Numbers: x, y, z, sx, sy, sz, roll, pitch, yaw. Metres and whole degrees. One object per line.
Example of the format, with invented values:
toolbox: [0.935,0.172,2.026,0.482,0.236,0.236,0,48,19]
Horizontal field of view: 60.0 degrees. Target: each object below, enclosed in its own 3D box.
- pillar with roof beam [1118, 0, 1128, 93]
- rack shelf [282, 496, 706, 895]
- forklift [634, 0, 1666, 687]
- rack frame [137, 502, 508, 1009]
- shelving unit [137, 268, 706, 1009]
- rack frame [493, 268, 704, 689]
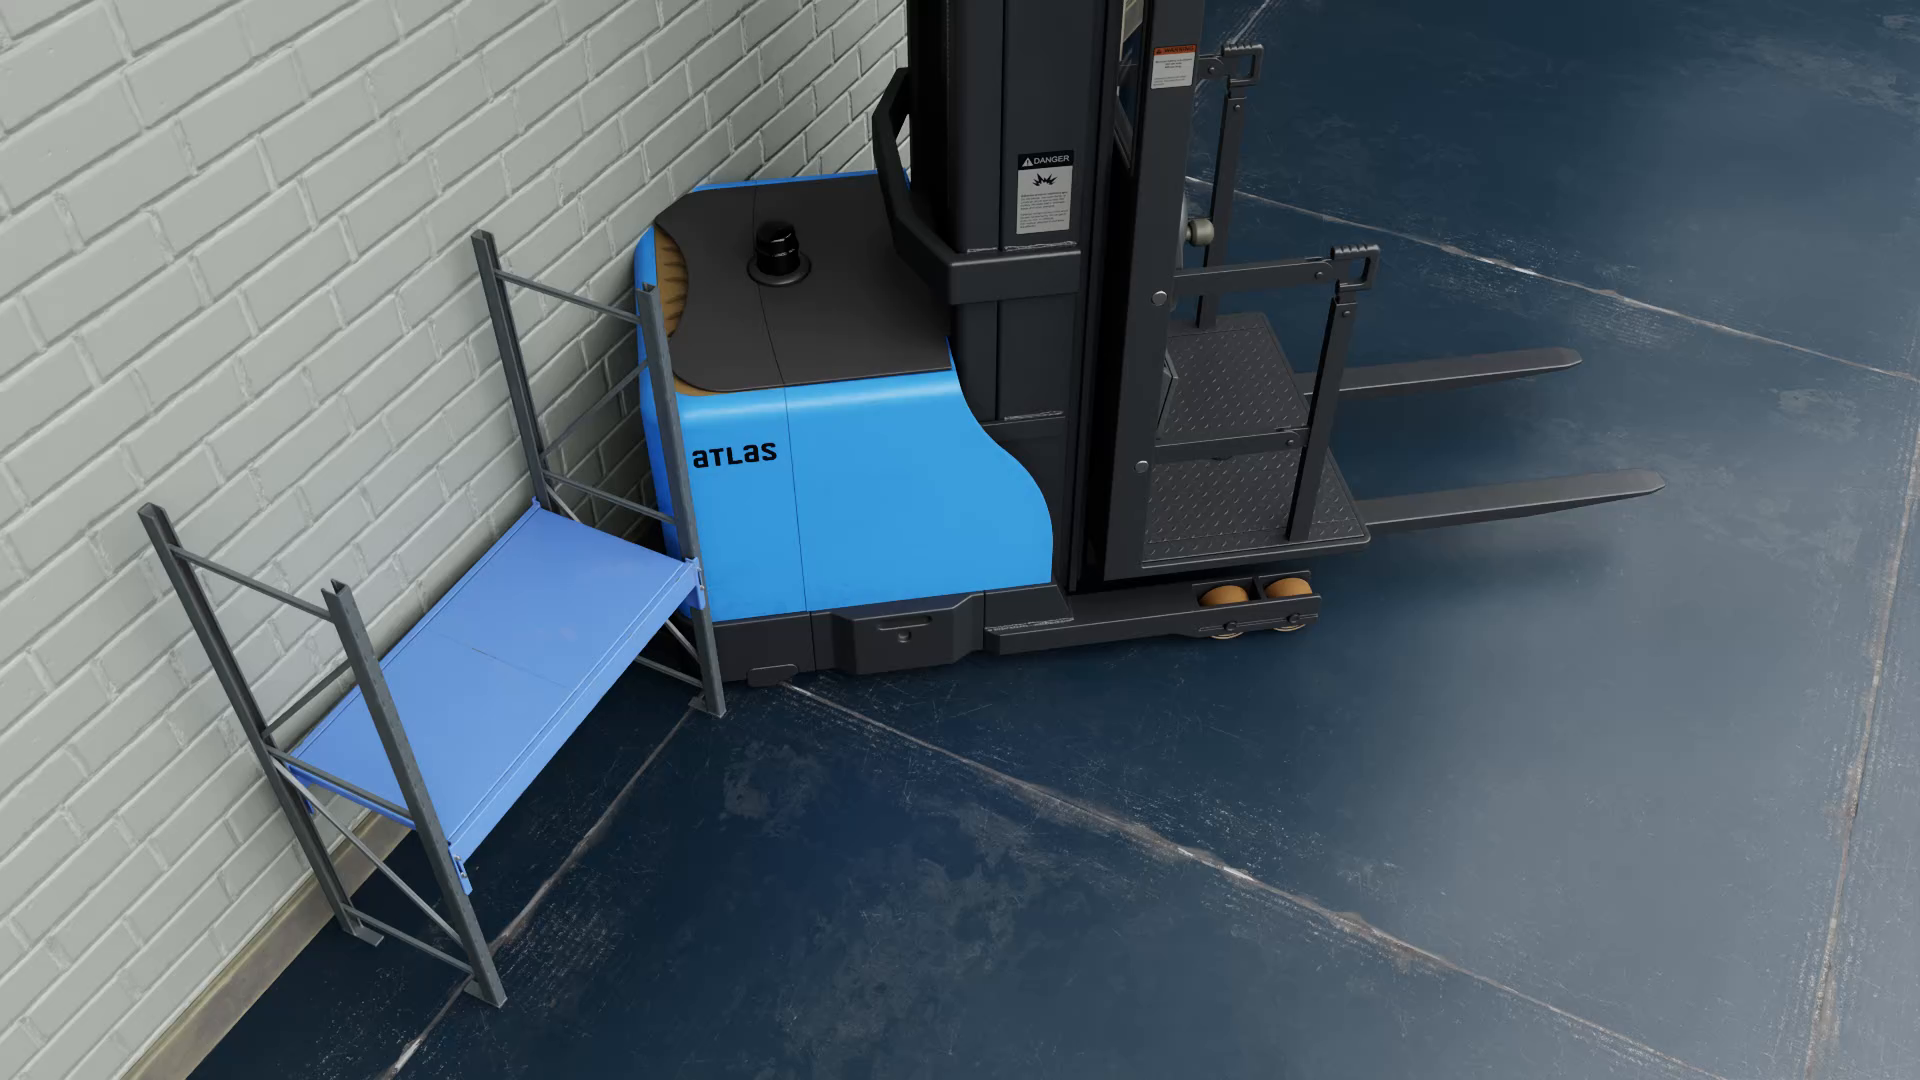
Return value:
pillar with roof beam: [4.248,-3.379,2.263,9.100,9.000,0.400,20,49,19]
rack shelf: [-1.126,0.345,4.108,0.538,0.185,1.000,19,48,18]
forklift: [0.621,-1.102,4.279,3.031,2.935,1.130,-7,46,-6]
rack frame: [-1.353,0.542,3.660,0.500,1.500,0.032,19,48,18]
shelving unit: [-1.128,0.221,3.977,0.538,1.500,1.039,19,48,18]
rack frame: [-0.901,-0.106,4.300,0.475,1.308,0.013,19,48,18]
